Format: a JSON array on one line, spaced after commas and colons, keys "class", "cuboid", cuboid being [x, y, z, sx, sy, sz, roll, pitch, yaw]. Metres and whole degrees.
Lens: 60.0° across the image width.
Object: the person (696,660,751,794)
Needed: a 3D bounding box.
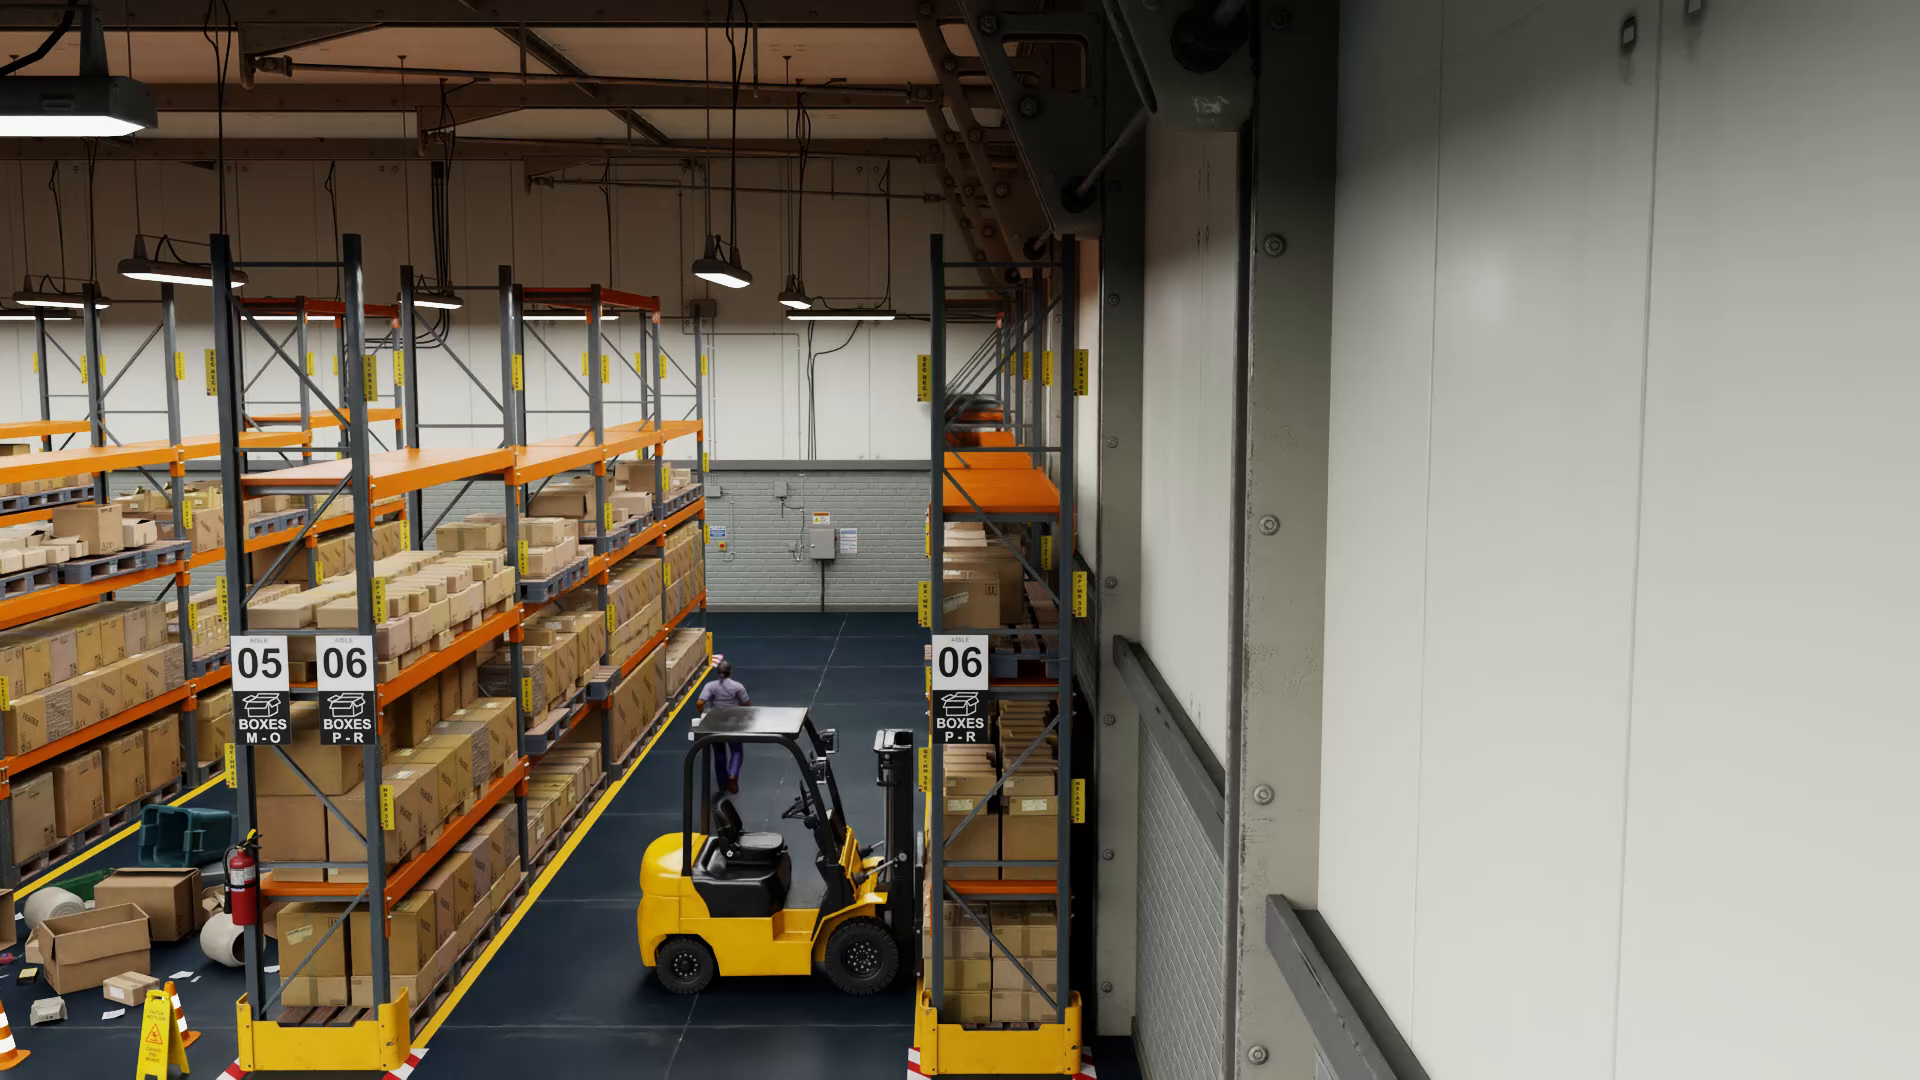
[{"class": "person", "cuboid": [-2.768, 2.209, 19.527, 0.628, 1.600, 0.861, 0, 6, -3]}]
